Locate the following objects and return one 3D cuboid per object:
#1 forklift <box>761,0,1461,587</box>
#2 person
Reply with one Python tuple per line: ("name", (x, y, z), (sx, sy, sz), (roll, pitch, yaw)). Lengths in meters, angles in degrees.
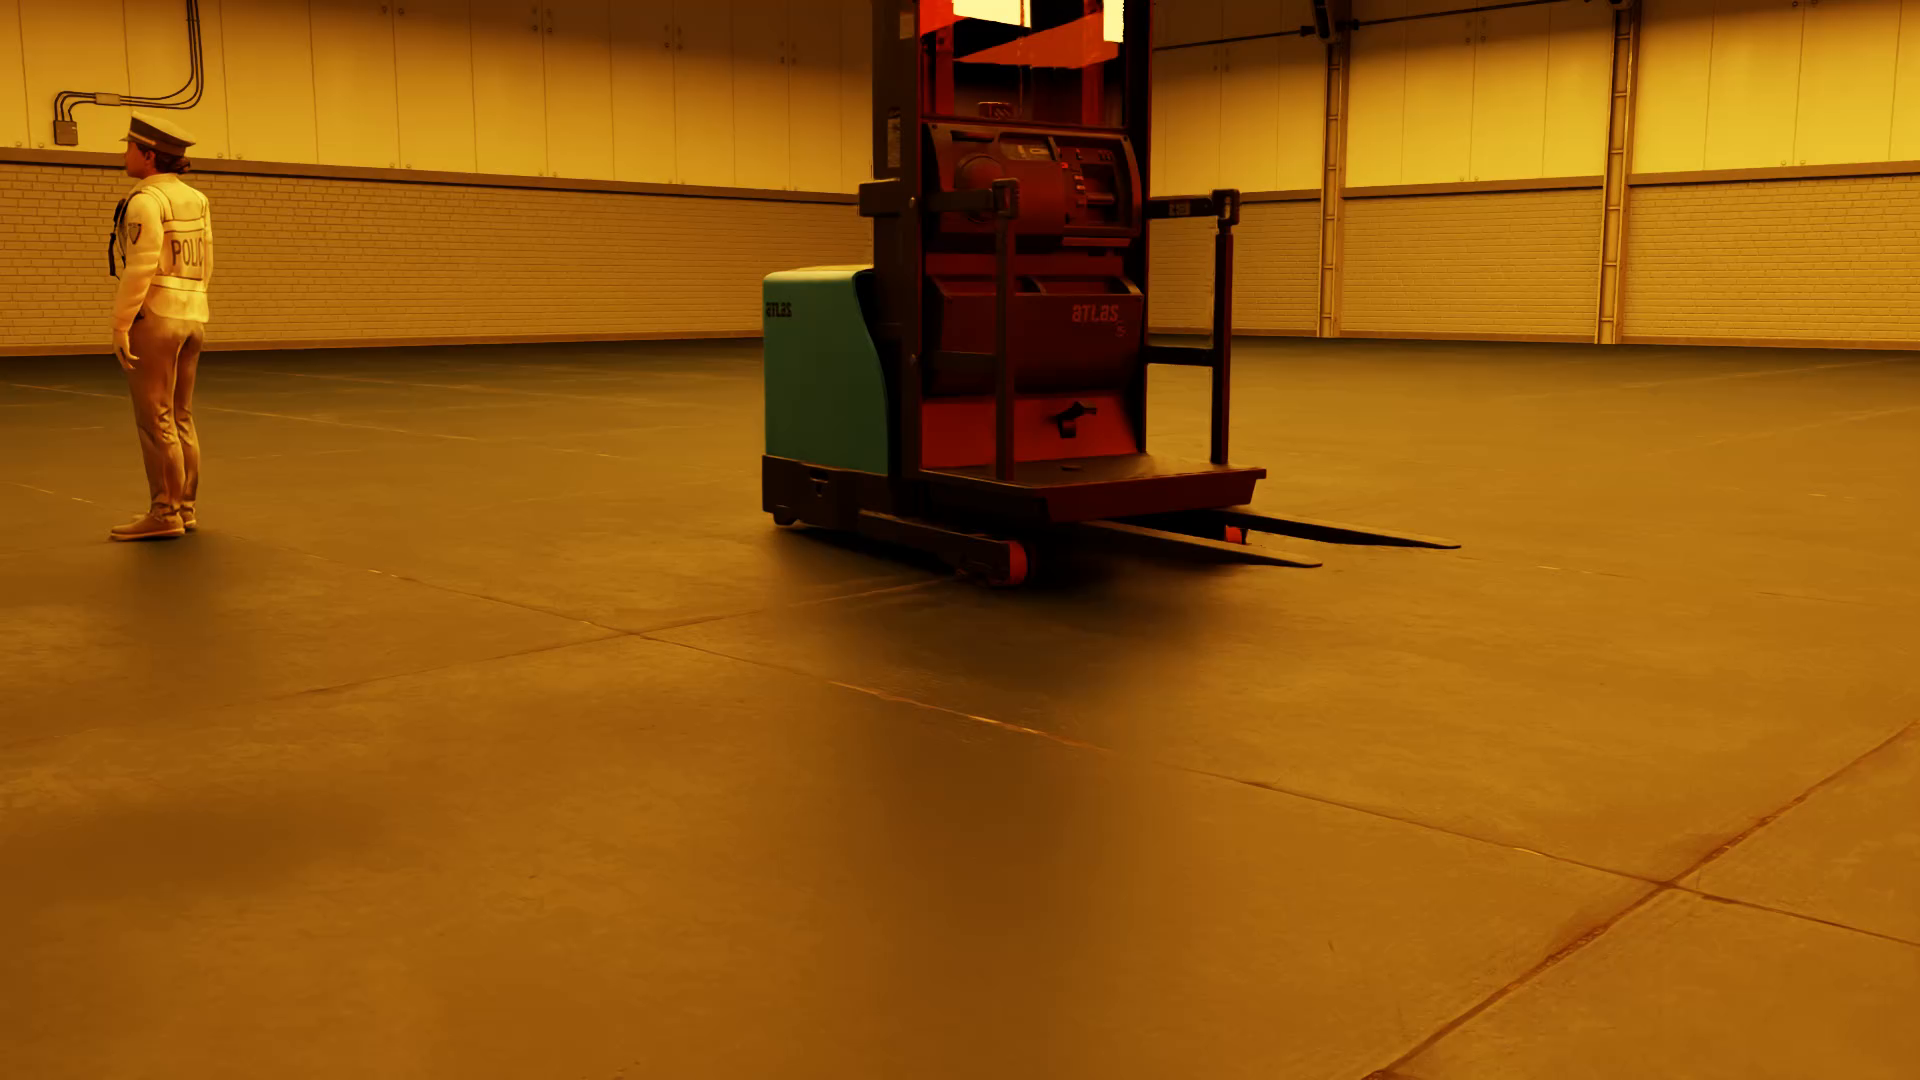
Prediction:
("forklift", (0.407, -1.369, 5.966), (1.130, 2.935, 3.031), (-6, 10, -34))
("person", (-3.266, -0.852, 6.687), (0.504, 1.704, 0.574), (1, 9, 4))
